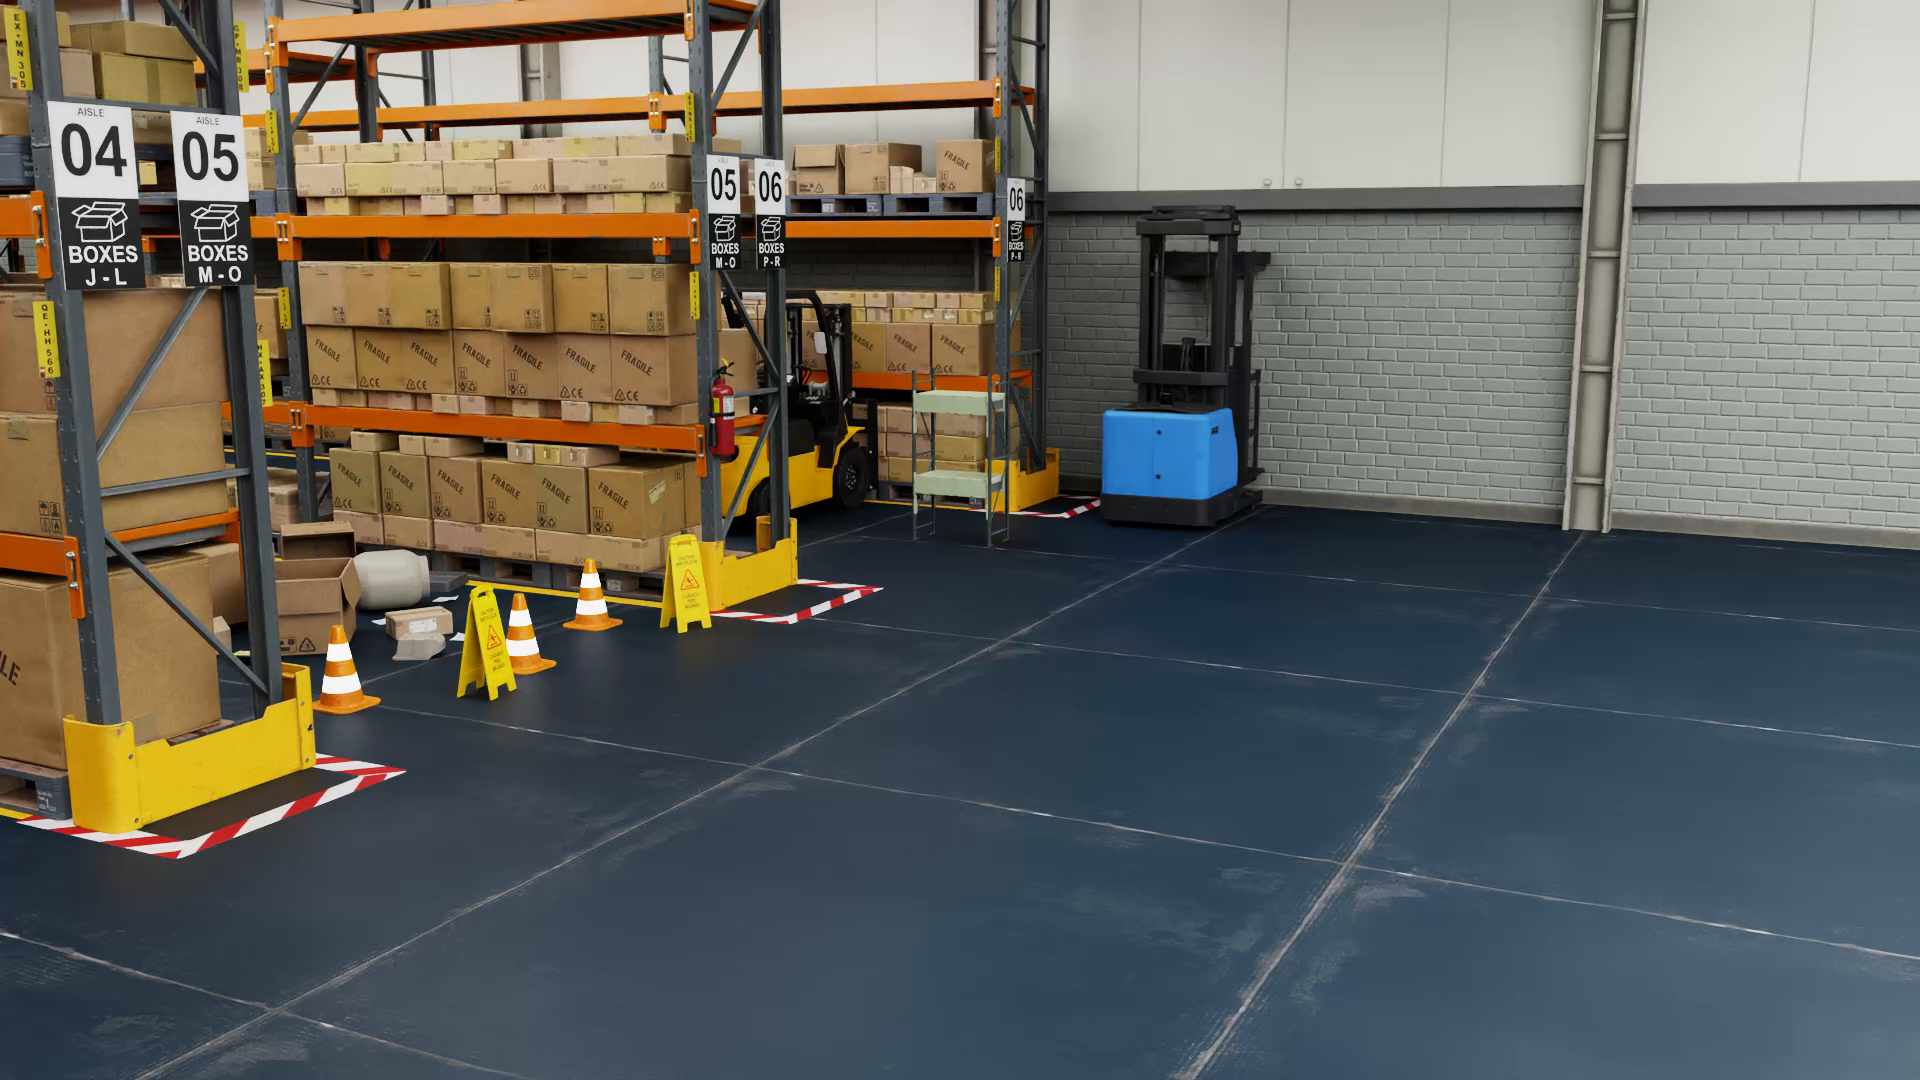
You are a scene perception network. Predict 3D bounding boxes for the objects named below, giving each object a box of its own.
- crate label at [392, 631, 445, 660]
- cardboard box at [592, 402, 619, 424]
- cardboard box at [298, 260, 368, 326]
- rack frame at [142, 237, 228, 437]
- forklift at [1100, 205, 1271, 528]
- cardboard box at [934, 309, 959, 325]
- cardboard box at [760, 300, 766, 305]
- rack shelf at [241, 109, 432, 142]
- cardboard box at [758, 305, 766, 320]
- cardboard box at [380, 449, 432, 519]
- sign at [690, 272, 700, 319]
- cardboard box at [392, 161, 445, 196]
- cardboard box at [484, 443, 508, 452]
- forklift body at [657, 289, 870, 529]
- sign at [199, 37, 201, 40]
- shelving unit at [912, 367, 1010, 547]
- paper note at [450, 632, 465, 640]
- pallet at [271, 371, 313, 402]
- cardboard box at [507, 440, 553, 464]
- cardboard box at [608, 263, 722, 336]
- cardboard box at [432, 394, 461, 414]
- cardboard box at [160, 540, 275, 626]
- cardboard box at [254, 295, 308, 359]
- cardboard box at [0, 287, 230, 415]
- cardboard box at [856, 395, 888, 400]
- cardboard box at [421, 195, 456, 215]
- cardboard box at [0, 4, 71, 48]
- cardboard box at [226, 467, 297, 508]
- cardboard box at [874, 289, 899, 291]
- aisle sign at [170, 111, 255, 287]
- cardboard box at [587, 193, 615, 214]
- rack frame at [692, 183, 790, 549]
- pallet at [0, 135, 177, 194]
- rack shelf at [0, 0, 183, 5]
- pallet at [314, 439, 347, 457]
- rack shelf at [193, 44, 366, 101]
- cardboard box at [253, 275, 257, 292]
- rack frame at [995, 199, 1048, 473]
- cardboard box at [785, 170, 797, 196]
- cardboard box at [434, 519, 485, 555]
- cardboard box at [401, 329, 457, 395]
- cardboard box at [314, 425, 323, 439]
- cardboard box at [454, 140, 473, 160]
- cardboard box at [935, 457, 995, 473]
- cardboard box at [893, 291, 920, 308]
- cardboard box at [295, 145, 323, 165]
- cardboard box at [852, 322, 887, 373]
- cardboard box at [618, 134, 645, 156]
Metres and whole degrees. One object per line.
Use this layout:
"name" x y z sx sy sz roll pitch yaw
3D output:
"crate label" -3.455 0.671 10.638 0.298 0.136 0.250 -1 10 -4
"cardboard box" -2.507 -0.959 12.314 0.250 0.149 0.380 5 11 25
"cardboard box" -4.869 -1.995 13.409 0.500 0.500 0.700 5 11 25
"rack frame" -10.149 -2.800 21.781 0.127 3.000 1.000 5 11 26
"forklift" 2.373 -1.774 16.300 1.130 2.935 3.031 5 11 24
"cardboard box" -0.065 -2.221 16.478 0.250 0.149 0.380 5 12 27
"cardboard box" -1.883 -2.535 17.375 0.250 0.149 0.380 5 11 25
"rack shelf" -8.355 -5.044 20.475 4.000 0.370 1.077 5 11 26
"cardboard box" -1.903 -2.383 17.371 0.250 0.149 0.380 5 11 25
"cardboard box" -4.272 -0.470 13.339 0.500 0.500 0.500 6 12 28
"sign" -1.844 -1.700 11.562 0.005 0.325 0.100 5 11 26
"cardboard box" -3.984 -2.766 12.757 0.500 0.250 0.500 5 11 26
"cardboard box" -3.603 -0.516 13.595 0.500 0.500 0.500 6 12 29
"forklift body" -1.895 -1.295 15.847 1.214 2.155 2.313 5 11 26
"sign" -9.908 -6.379 21.642 0.005 0.325 0.100 5 11 26
"shelving unit" 0.006 -0.737 14.594 0.755 1.500 0.431 5 11 26
"paper note" -3.309 0.643 11.094 0.142 0.019 0.148 1 10 6
"pallet" -5.788 -1.366 14.394 1.213 0.211 1.003 5 11 26
"cardboard box" -3.233 -0.685 12.705 0.250 0.149 0.380 6 12 28
"cardboard box" -2.135 -1.755 12.080 0.500 0.500 0.700 5 11 24
"cardboard box" -3.884 -1.075 12.953 0.250 0.149 0.380 5 11 26
"cardboard box" -5.118 0.293 11.315 0.503 0.637 0.797 5 11 26
"cardboard box" -5.683 -1.779 13.842 0.500 0.500 0.500 5 11 25
"cardboard box" -3.996 -0.904 7.848 0.550 0.550 0.875 5 11 26
"cardboard box" -1.084 -1.390 17.722 0.500 0.250 0.500 5 11 25
"cardboard box" -3.879 -2.550 12.680 0.250 0.149 0.380 5 11 25
"cardboard box" -4.132 -2.236 7.247 0.250 0.149 0.380 5 11 26
"cardboard box" -6.285 -0.388 14.649 0.625 0.372 0.950 6 12 29
"cardboard box" -0.711 -2.550 17.459 0.250 0.149 0.380 5 11 24
"aisle sign" -3.484 -1.585 7.765 0.004 0.787 0.394 5 11 26
"cardboard box" -2.485 -2.438 12.063 0.250 0.149 0.380 5 12 28
"rack frame" -1.580 -1.062 12.174 0.127 3.000 1.000 5 11 26
"pallet" -4.350 -1.752 7.817 1.213 0.211 1.003 5 11 26
"rack shelf" -11.942 -7.191 21.885 4.000 0.370 1.077 5 11 26
"pallet" -7.214 -1.178 20.646 1.213 0.211 1.003 5 11 26
"rack shelf" -6.961 -3.936 14.352 4.000 0.370 1.077 5 11 26
"cardboard box" -6.452 -2.261 14.684 0.250 0.149 0.380 6 12 29
"rack frame" 0.613 -1.855 16.556 0.127 3.000 1.000 5 11 26
"cardboard box" -1.778 -3.670 17.082 0.258 0.266 0.396 5 11 24
"cardboard box" -3.797 -0.059 13.177 0.500 0.250 0.500 5 11 25
"cardboard box" -3.991 -1.416 13.015 0.500 0.500 0.500 5 11 25
"cardboard box" -7.951 -1.543 20.672 0.500 0.500 0.500 6 12 28
"cardboard box" -3.599 -2.936 12.571 0.250 0.149 0.380 5 12 27
"cardboard box" 0.052 -0.695 16.689 0.500 0.250 0.500 5 11 26
"cardboard box" -0.474 -2.426 16.777 0.250 0.149 0.380 5 11 26
"cardboard box" -5.029 -3.045 13.175 0.250 0.149 0.380 5 11 25
"cardboard box" -0.866 -1.984 16.987 0.500 0.500 0.500 5 11 25
"cardboard box" -2.228 -2.813 11.891 0.250 0.149 0.380 5 12 27
